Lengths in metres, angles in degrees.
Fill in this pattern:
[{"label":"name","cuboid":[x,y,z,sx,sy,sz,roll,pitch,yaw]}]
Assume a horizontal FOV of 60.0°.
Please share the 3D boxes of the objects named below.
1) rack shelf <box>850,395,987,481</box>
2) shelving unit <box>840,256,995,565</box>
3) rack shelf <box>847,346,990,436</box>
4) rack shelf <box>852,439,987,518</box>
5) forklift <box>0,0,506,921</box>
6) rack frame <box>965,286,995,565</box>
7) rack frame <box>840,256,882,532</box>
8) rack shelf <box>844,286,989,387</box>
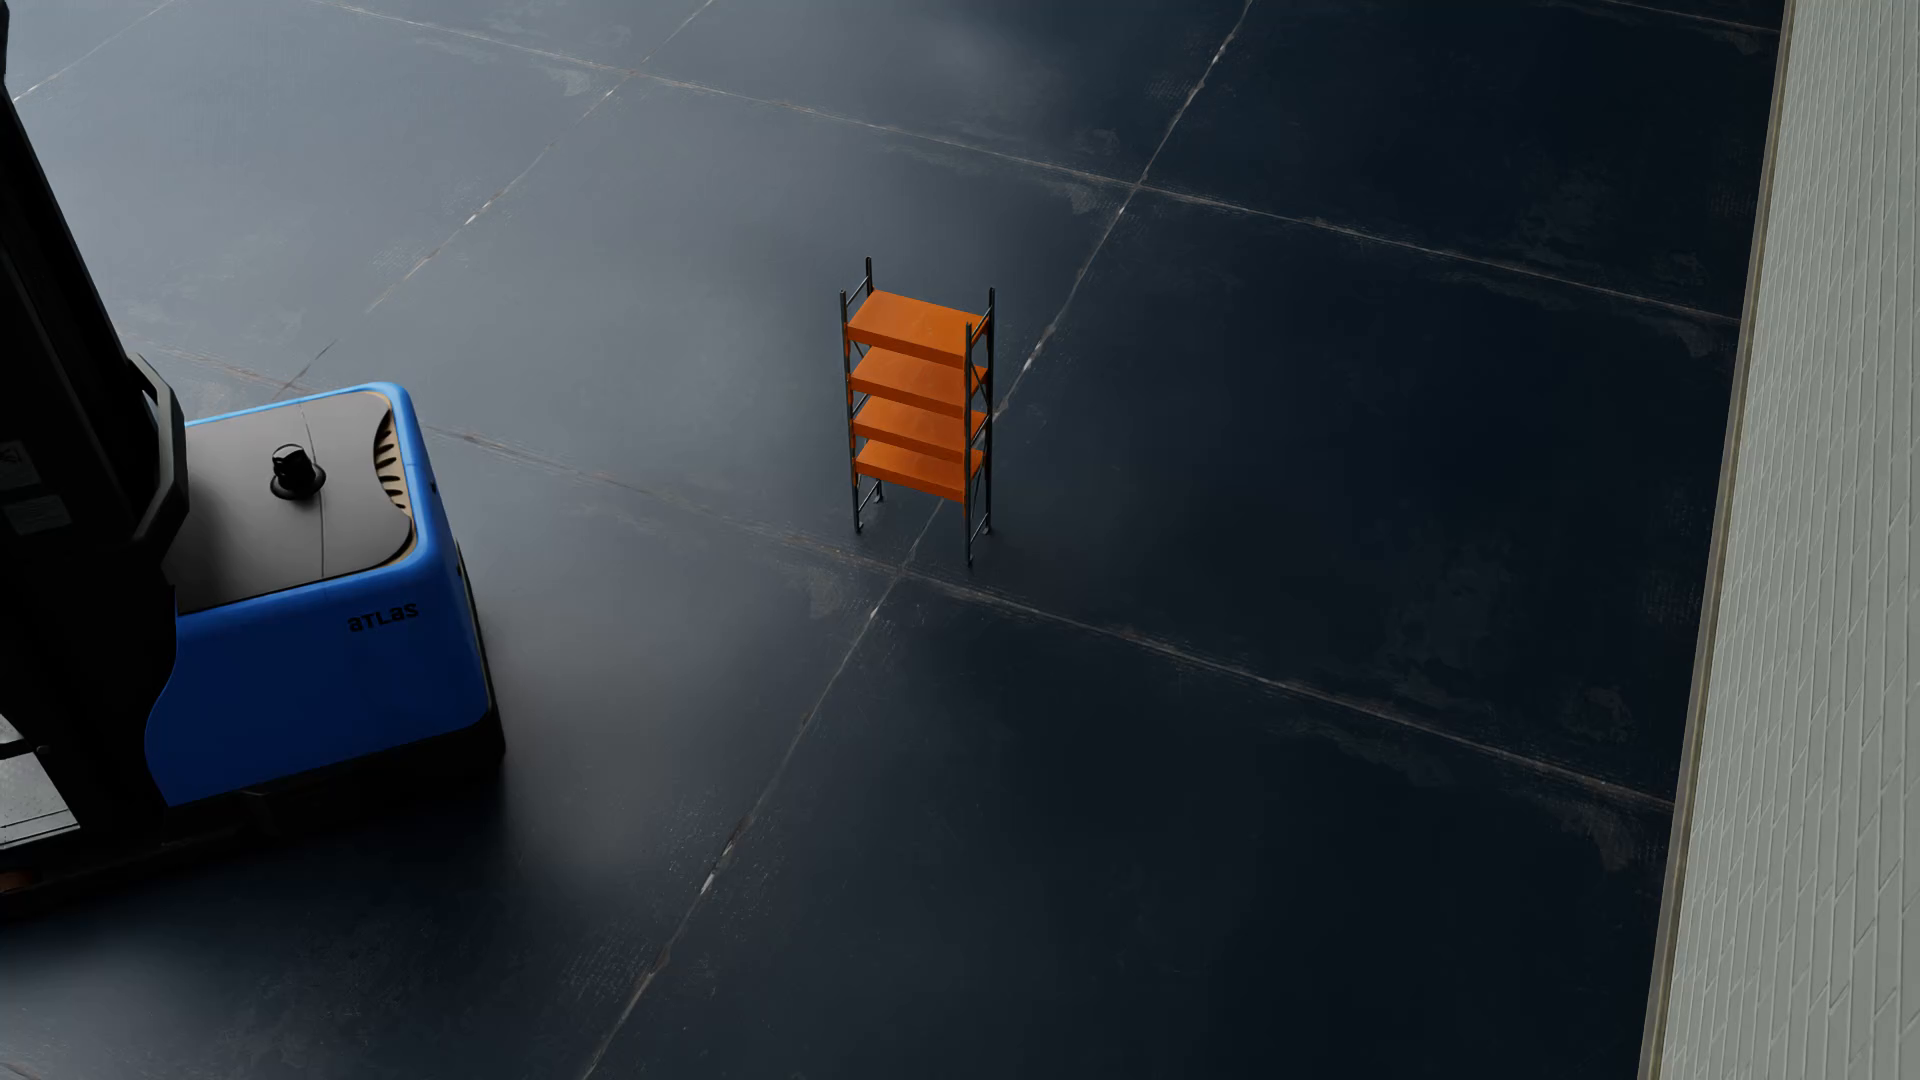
[{"label":"rack shelf","cuboid":[-0.153,-0.423,6.419,0.480,0.148,0.258,16,47,16]},{"label":"shelving unit","cuboid":[-0.153,-0.470,6.372,0.503,1.200,0.258,16,47,16]},{"label":"rack shelf","cuboid":[-0.153,-0.581,6.262,0.480,0.148,0.258,16,47,16]},{"label":"rack shelf","cuboid":[-0.153,-0.282,6.559,0.480,0.148,0.258,16,47,16]},{"label":"forklift","cuboid":[-3.185,-0.172,4.845,3.031,2.935,1.130,-15,47,-14]},{"label":"rack frame","cuboid":[0.072,-0.404,6.305,0.015,1.200,0.240,16,47,16]},{"label":"rack frame","cuboid":[-0.378,-0.537,6.439,0.015,1.200,0.240,16,47,16]},{"label":"rack shelf","cuboid":[-0.153,-0.749,6.095,0.480,0.148,0.258,16,47,16]}]
